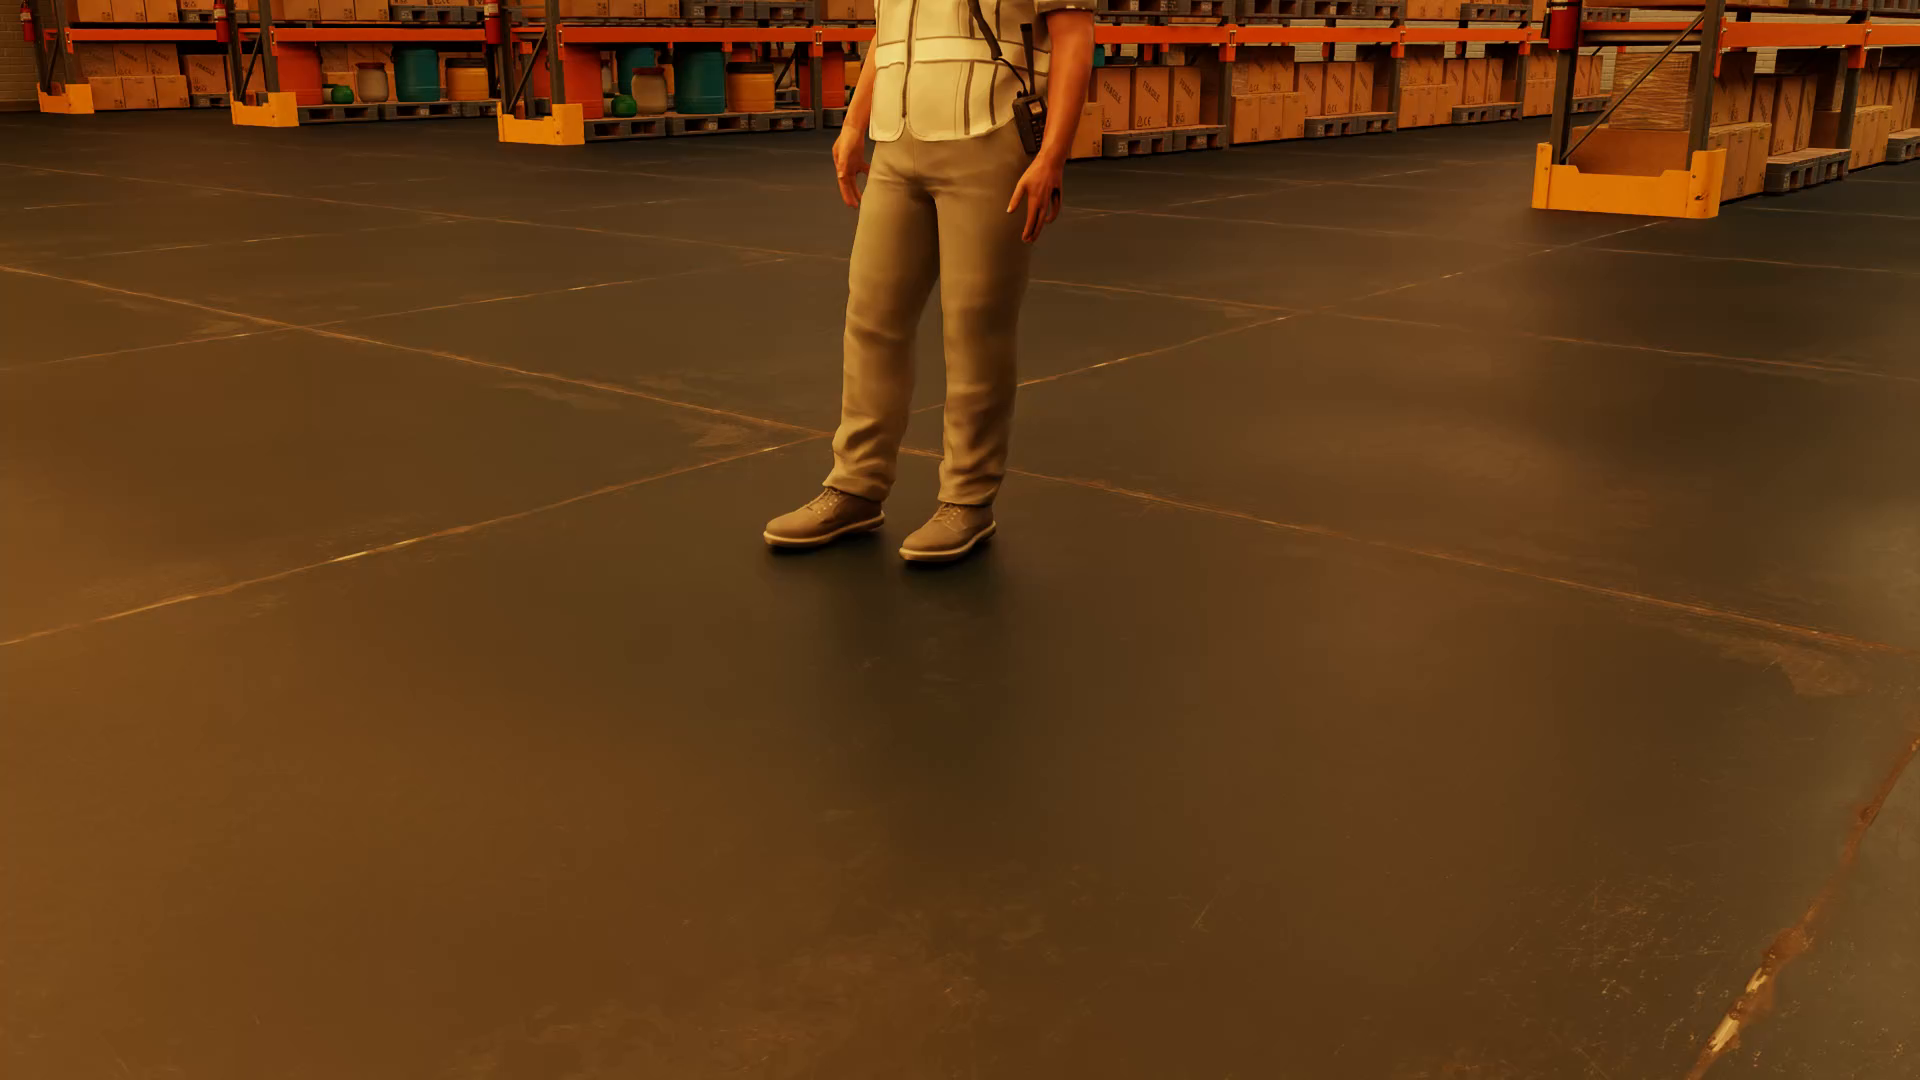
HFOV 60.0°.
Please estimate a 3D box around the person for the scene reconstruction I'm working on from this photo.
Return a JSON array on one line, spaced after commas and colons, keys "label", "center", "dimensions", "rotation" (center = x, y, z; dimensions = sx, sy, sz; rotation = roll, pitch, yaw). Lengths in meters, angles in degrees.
[{"label": "person", "center": [-0.059, -0.845, 3.630], "dimensions": [0.641, 1.780, 0.574], "rotation": [13, 21, 37]}]
